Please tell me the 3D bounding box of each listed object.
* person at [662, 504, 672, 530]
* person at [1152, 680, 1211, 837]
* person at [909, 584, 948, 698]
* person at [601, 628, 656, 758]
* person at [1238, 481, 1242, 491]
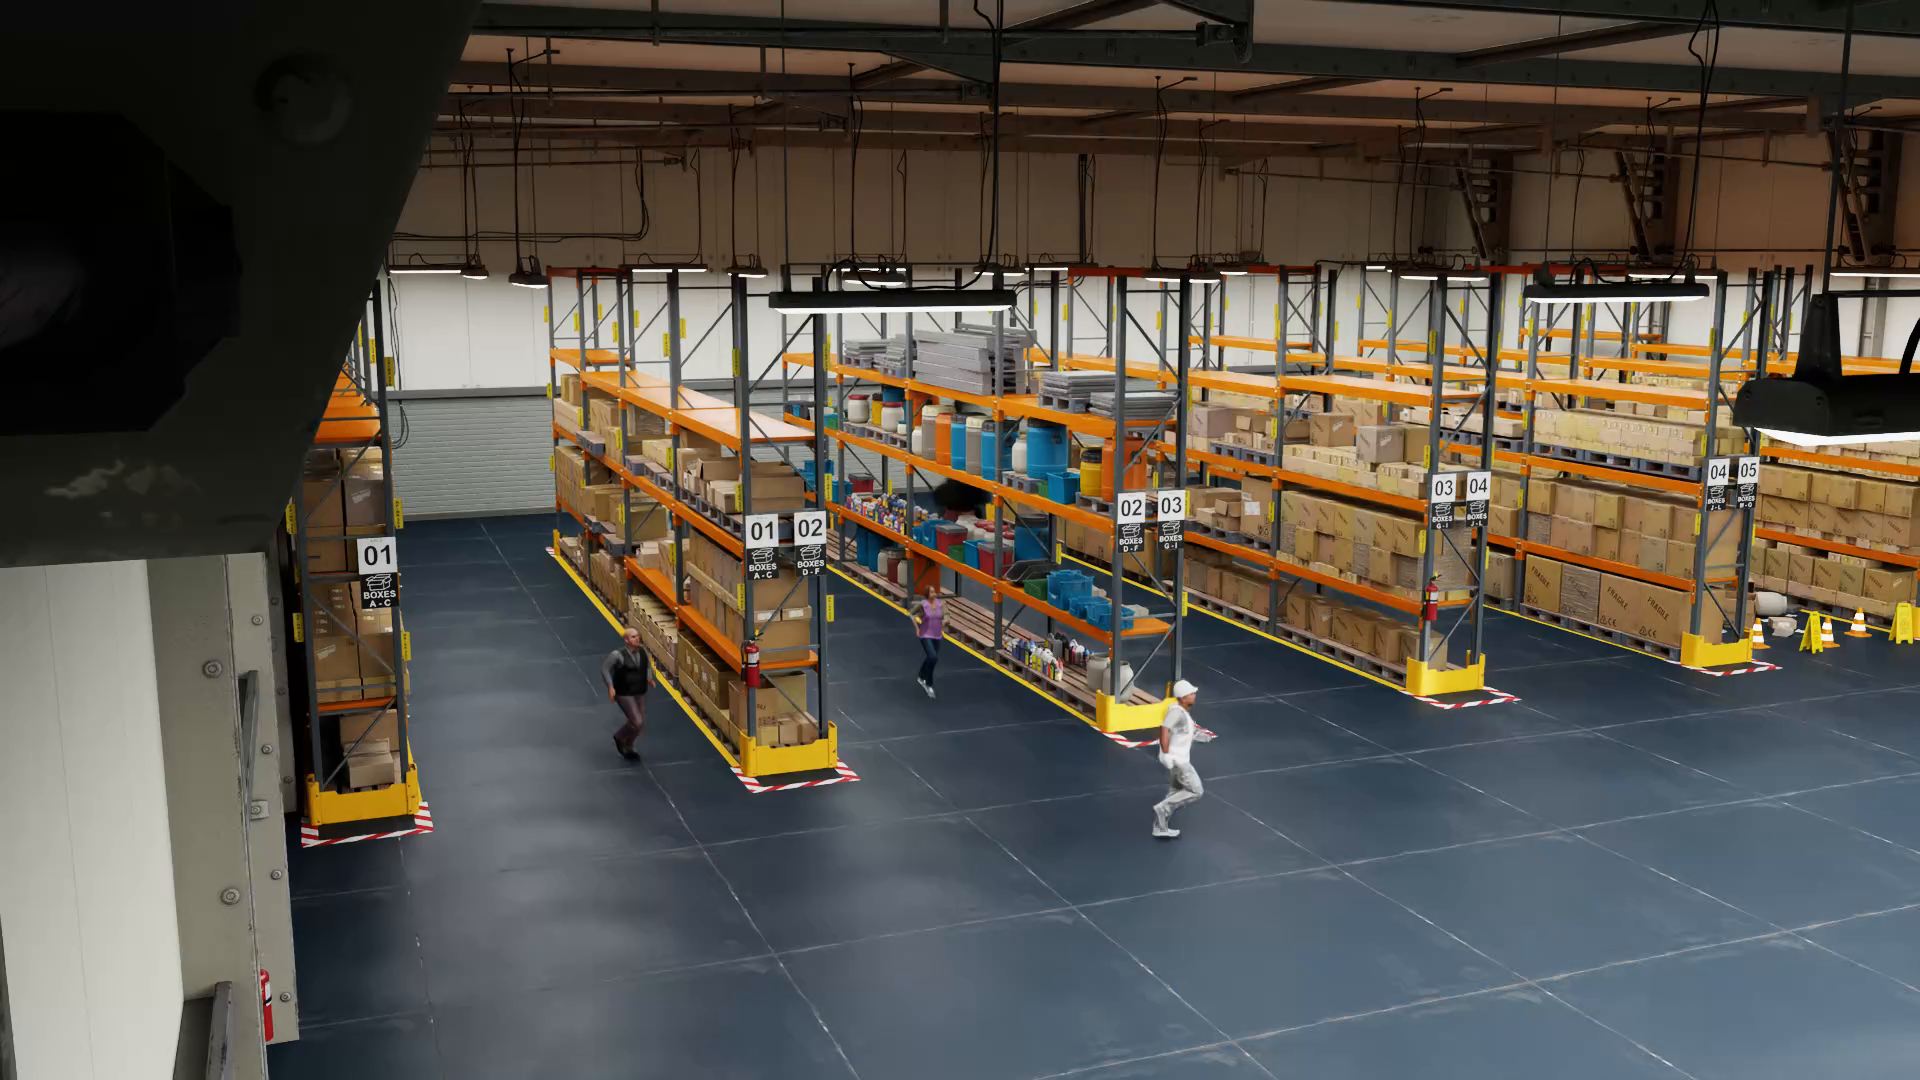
[{"bbox_3d":[-6.257,-0.527,34.621,0.634,1.818,0.826,-4,11,-23],"label":"person"},{"bbox_3d":[2.408,2.377,18.010,0.617,1.729,0.677,1,10,3],"label":"person"},{"bbox_3d":[-0.425,1.432,23.895,0.519,1.620,0.700,-6,11,-29],"label":"person"},{"bbox_3d":[-4.078,1.926,20.743,0.668,1.676,0.641,9,13,41],"label":"person"},{"bbox_3d":[7.390,-1.877,42.304,1.083,1.775,0.733,-4,11,-23],"label":"person"}]
